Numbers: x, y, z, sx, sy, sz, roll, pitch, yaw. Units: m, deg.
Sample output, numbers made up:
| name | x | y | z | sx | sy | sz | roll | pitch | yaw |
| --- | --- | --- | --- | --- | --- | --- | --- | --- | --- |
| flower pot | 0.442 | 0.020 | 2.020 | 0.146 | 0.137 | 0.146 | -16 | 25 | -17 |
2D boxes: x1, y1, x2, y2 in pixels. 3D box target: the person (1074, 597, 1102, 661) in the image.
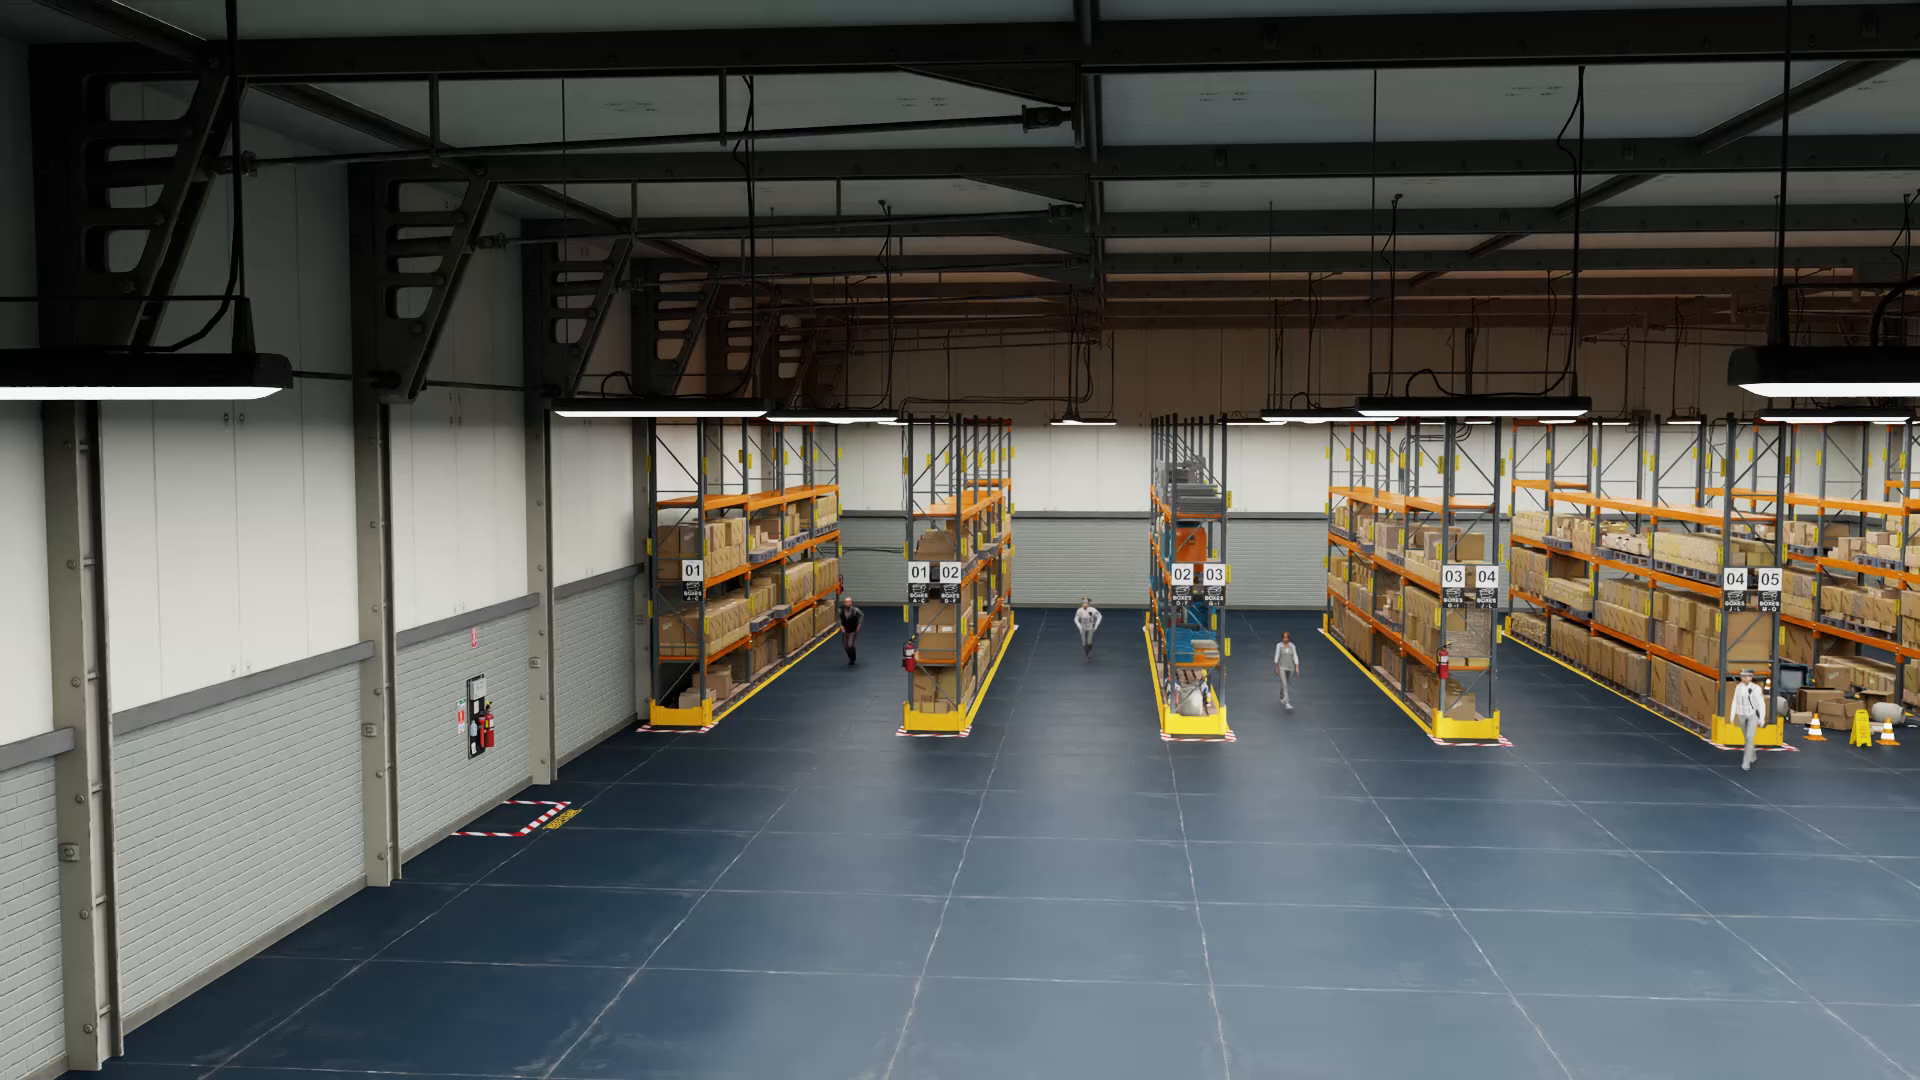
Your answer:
| name | x | y | z | sx | sy | sz | roll | pitch | yaw |
| --- | --- | --- | --- | --- | --- | --- | --- | --- | --- |
| person | 3.145 | 2.184 | 40.742 | 0.655 | 1.605 | 0.699 | 1 | 4 | 16 |

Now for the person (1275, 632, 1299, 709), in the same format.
| name | x | y | z | sx | sy | sz | roll | pitch | yaw |
| --- | --- | --- | --- | --- | --- | --- | --- | --- | --- |
| person | 6.680 | 2.649 | 33.953 | 0.437 | 1.529 | 0.940 | 0 | 4 | -5 |

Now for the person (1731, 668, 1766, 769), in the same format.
| name | x | y | z | sx | sy | sz | roll | pitch | yaw |
| --- | --- | --- | --- | --- | --- | --- | --- | --- | --- |
| person | 13.323 | 2.984 | 28.157 | 0.870 | 1.638 | 0.525 | -3 | 5 | -36 |

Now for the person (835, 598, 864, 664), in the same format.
| name | x | y | z | sx | sy | sz | roll | pitch | yaw |
| --- | --- | --- | --- | --- | --- | --- | --- | --- | --- |
| person | -2.665 | 2.203 | 40.177 | 0.640 | 1.636 | 0.732 | 1 | 4 | 16 |
